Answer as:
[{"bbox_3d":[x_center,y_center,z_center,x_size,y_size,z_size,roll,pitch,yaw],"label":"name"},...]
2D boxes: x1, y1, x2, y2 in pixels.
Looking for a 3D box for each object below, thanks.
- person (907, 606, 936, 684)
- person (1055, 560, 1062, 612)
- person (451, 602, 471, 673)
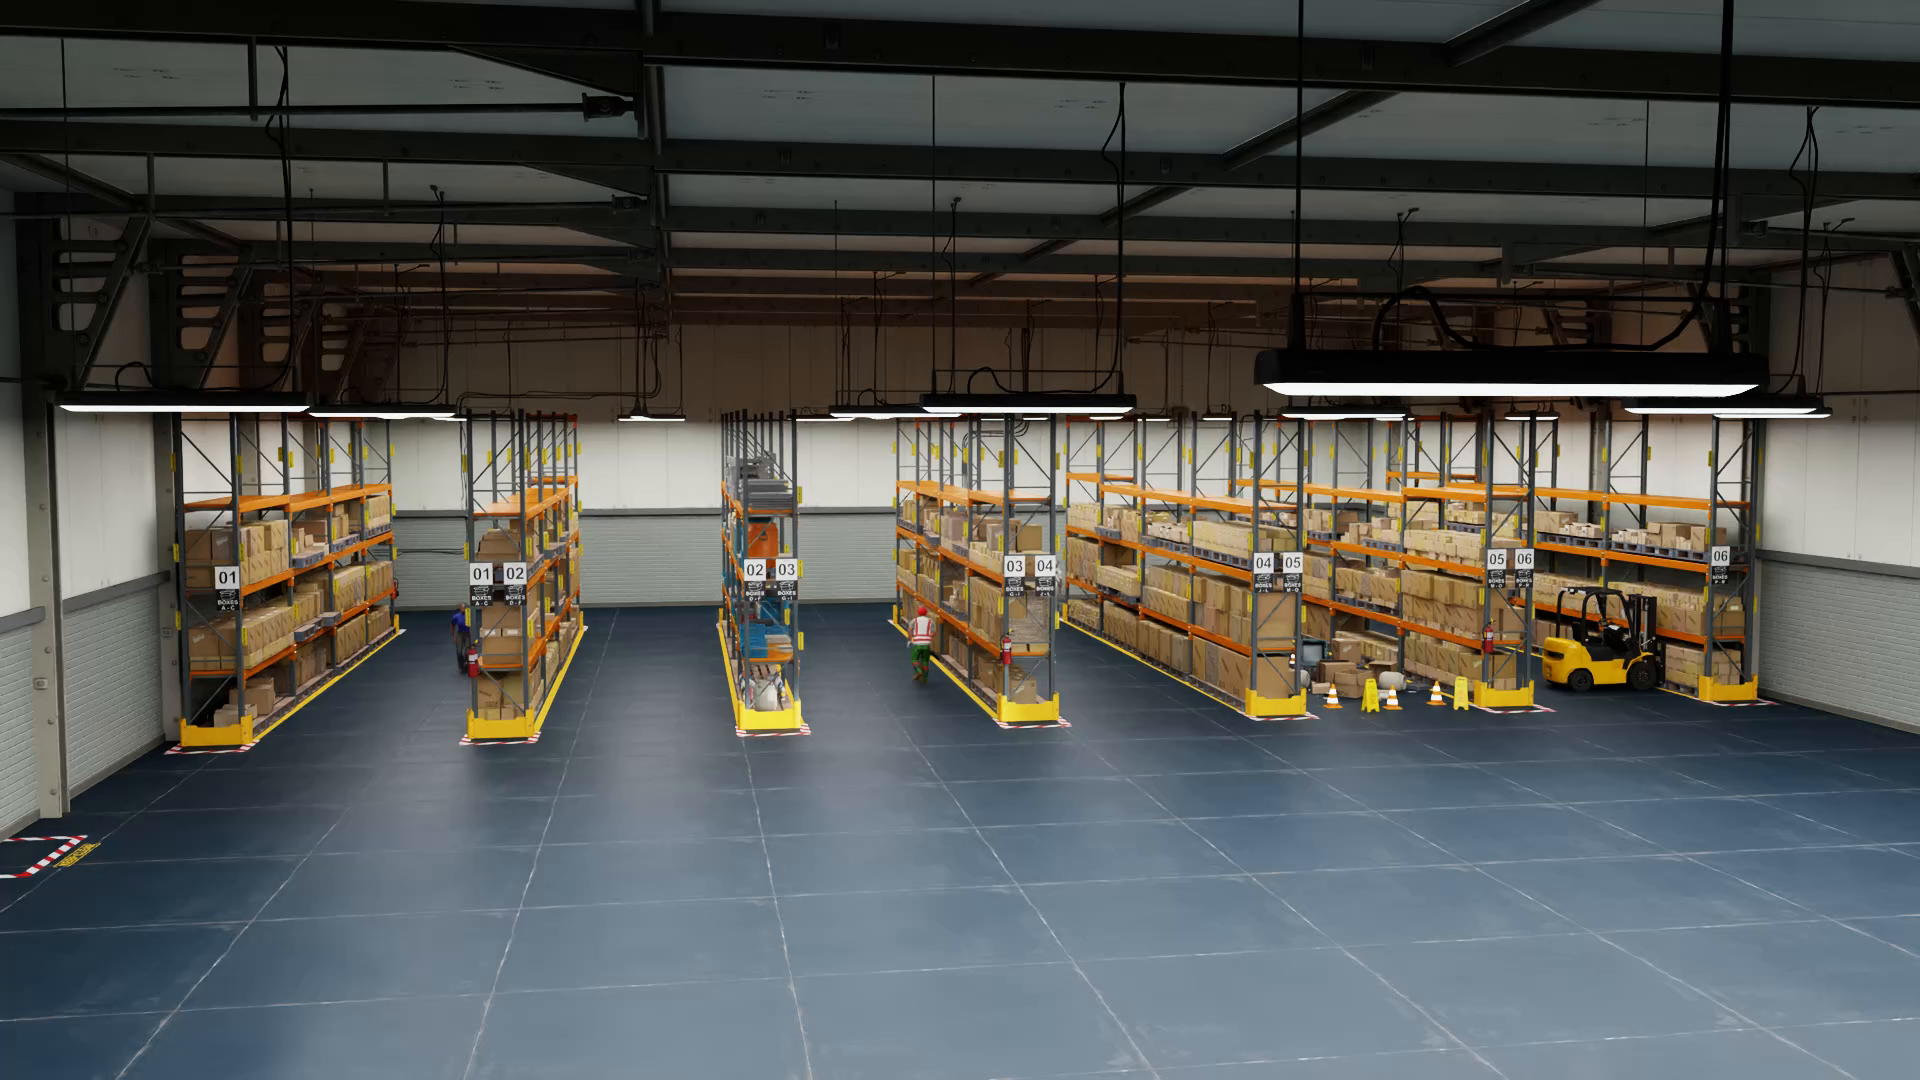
[{"bbox_3d":[-0.841,2.314,36.894,0.655,1.688,0.788,-1,4,-10],"label":"person"},{"bbox_3d":[2.870,1.405,49.767,0.463,1.662,0.695,4,5,43],"label":"person"},{"bbox_3d":[-11.494,2.242,38.446,0.536,1.633,0.526,-1,4,-19],"label":"person"}]
